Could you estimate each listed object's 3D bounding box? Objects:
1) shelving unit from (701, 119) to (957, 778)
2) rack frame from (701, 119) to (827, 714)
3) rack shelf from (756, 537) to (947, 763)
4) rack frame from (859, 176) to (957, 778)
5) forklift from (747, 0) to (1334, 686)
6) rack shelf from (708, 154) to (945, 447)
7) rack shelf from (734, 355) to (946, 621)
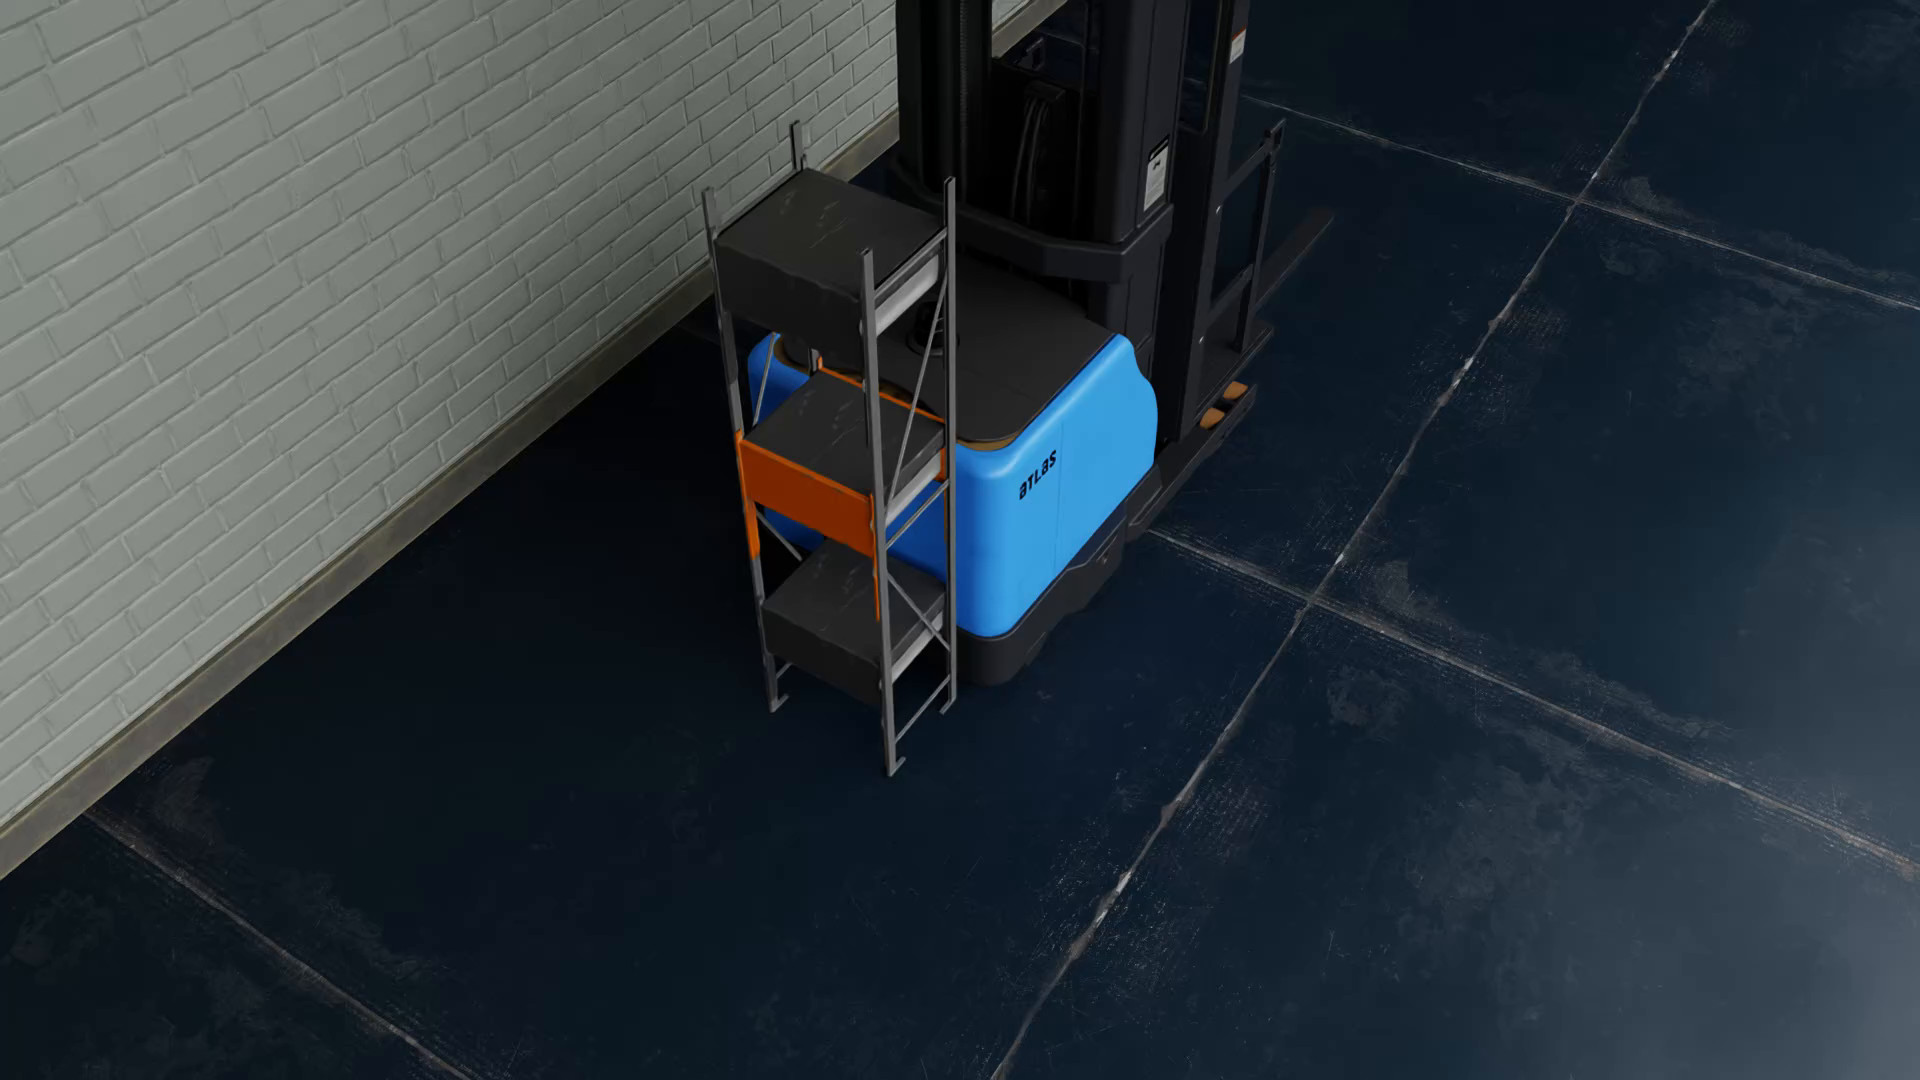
[{"bbox_3d":[-0.331,-0.166,4.947,0.503,2.100,0.431,25,51,22],"label":"shelving unit"},{"bbox_3d":[-0.536,-0.261,5.040,0.015,2.100,0.400,25,51,22],"label":"rack frame"},{"bbox_3d":[-0.331,0.332,5.459,0.480,0.518,0.431,25,51,22],"label":"rack shelf"},{"bbox_3d":[-0.127,-0.070,4.854,0.015,2.100,0.400,25,51,22],"label":"rack frame"},{"bbox_3d":[0.535,-1.554,5.716,1.130,2.935,3.031,26,51,23],"label":"forklift"},{"bbox_3d":[-0.331,-0.644,4.455,0.480,0.518,0.431,25,51,22],"label":"rack shelf"},{"bbox_3d":[-0.331,-0.156,4.957,0.480,0.518,0.431,25,51,22],"label":"rack shelf"}]
